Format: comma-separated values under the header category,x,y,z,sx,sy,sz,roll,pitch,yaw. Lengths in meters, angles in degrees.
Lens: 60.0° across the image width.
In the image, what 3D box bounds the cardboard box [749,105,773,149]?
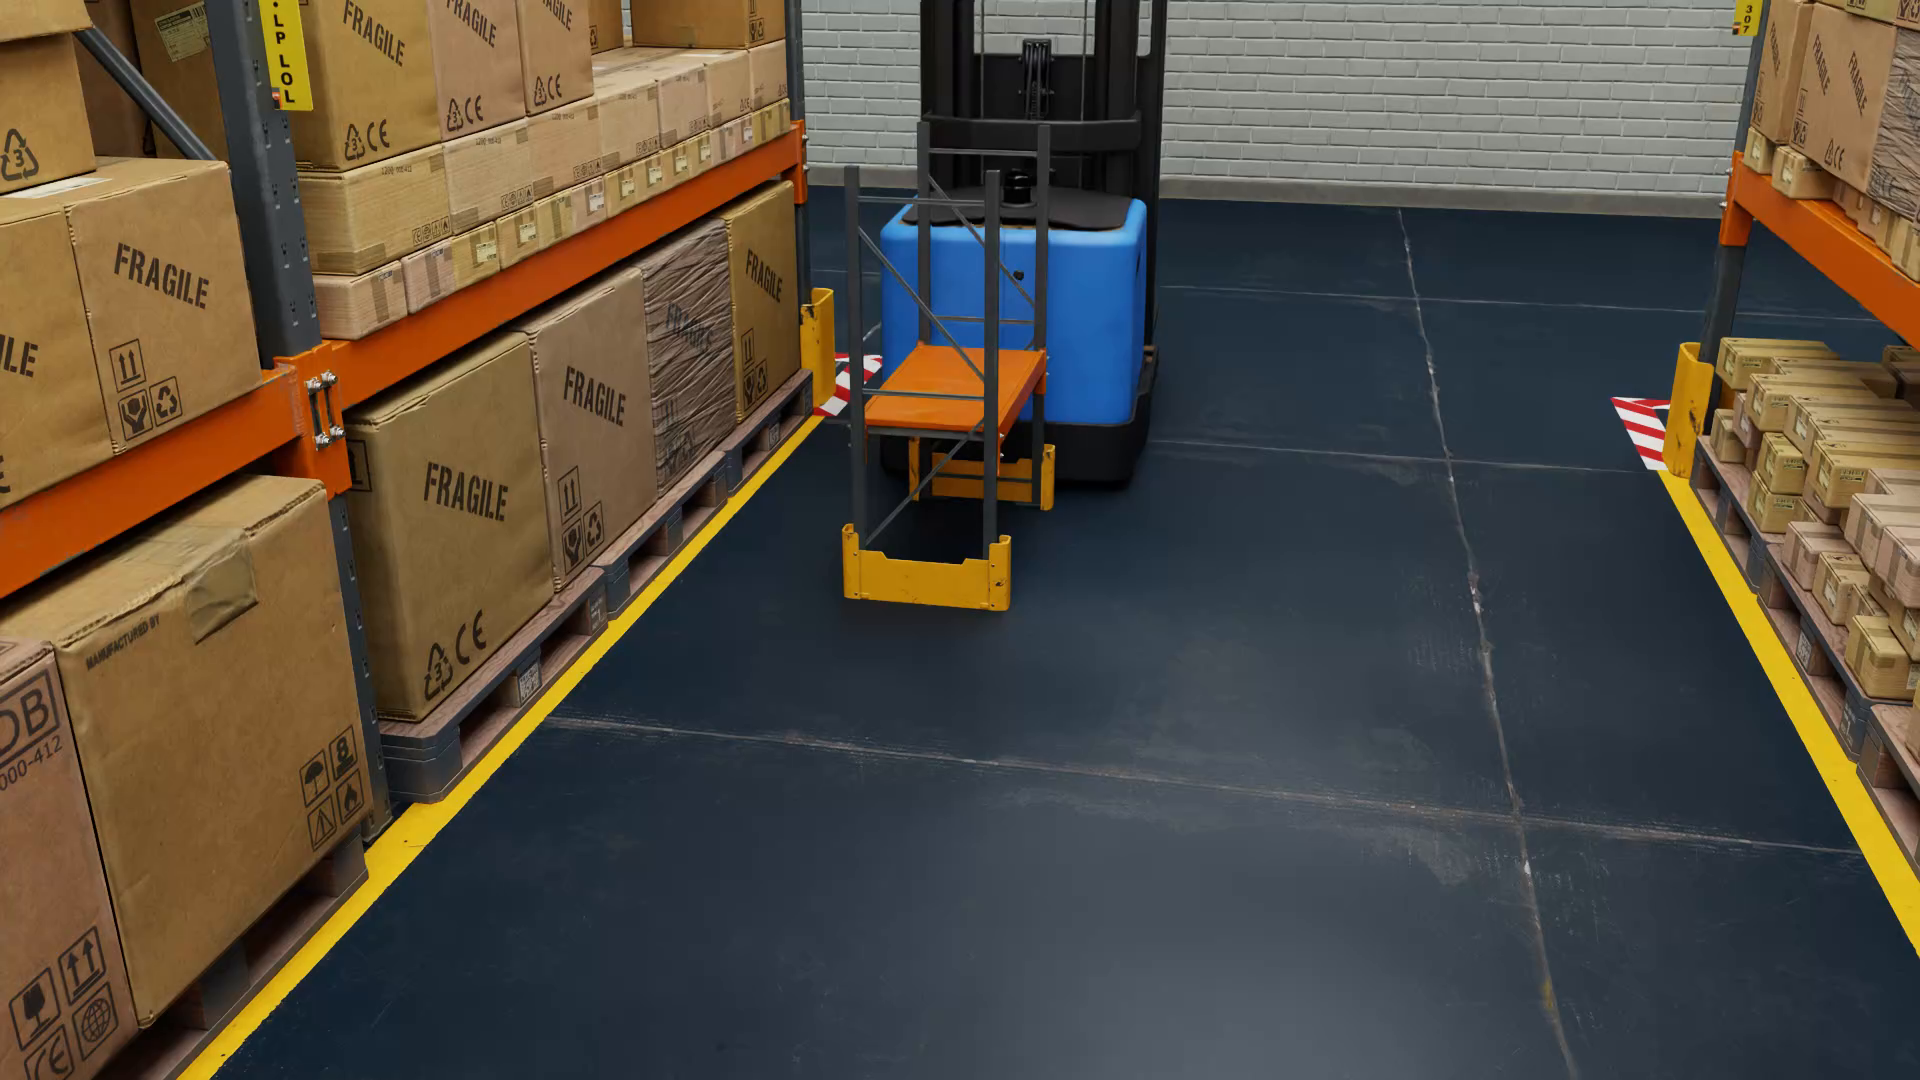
category,x,y,z,sx,sy,sz,roll,pitch,yaw
cardboard box,-1.010,-1.745,7.008,0.380,0.149,0.250,5,22,11

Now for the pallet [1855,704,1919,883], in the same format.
category,x,y,z,sx,sy,sz,roll,pitch,yaw
pallet,2.913,0.811,4.058,1.003,0.211,1.213,4,22,11

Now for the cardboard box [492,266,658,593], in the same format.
category,x,y,z,sx,sy,sz,roll,pitch,yaw
cardboard box,-1.628,-0.423,5.671,0.875,0.875,0.875,4,22,11

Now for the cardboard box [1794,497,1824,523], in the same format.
category,x,y,z,sx,sy,sz,roll,pitch,yaw
cardboard box,3.071,-0.023,5.651,0.380,0.149,0.250,5,22,11

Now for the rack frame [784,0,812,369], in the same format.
category,x,y,z,sx,sy,sz,roll,pitch,yaw
rack frame,-1.208,-2.112,7.583,1.000,3.000,0.127,4,22,11

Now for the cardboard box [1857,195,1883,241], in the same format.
category,x,y,z,sx,sy,sz,roll,pitch,yaw
cardboard box,3.045,-1.006,5.173,0.380,0.149,0.250,4,22,10

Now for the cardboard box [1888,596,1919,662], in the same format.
category,x,y,z,sx,sy,sz,roll,pitch,yaw
cardboard box,2.824,0.238,4.604,0.380,0.149,0.250,5,22,12

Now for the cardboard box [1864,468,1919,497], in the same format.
category,x,y,z,sx,sy,sz,roll,pitch,yaw
cardboard box,2.980,-0.098,5.039,0.380,0.149,0.250,5,22,11

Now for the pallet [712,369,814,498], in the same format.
category,x,y,z,sx,sy,sz,roll,pitch,yaw
pallet,-1.295,-0.520,7.363,1.003,0.211,1.213,4,22,11

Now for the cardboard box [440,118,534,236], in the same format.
category,x,y,z,sx,sy,sz,roll,pitch,yaw
cardboard box,-1.566,-1.051,4.751,0.500,0.250,0.500,4,22,11

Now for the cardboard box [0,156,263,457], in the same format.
category,x,y,z,sx,sy,sz,roll,pitch,yaw
cardboard box,-1.853,-0.504,3.456,0.500,0.500,0.500,5,22,11

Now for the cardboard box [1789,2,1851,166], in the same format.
category,x,y,z,sx,sy,sz,roll,pitch,yaw
cardboard box,3.180,-1.541,5.632,0.500,0.500,0.500,5,22,11

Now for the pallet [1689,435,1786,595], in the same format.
category,x,y,z,sx,sy,sz,roll,pitch,yaw
pallet,3.411,-0.082,6.274,1.003,0.211,1.213,4,22,11

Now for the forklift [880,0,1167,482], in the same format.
category,x,y,z,sx,sy,sz,roll,pitch,yaw
forklift,0.404,-2.113,7.677,1.130,2.935,3.031,3,22,8

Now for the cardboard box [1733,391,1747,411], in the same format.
category,x,y,z,sx,sy,sz,roll,pitch,yaw
cardboard box,3.268,-0.536,6.524,0.380,0.149,0.250,5,23,13

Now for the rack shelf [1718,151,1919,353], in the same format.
category,x,y,z,sx,sy,sz,roll,pitch,yaw
rack shelf,3.218,-0.632,4.871,1.077,0.370,4.000,4,22,11

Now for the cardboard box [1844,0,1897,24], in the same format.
category,x,y,z,sx,sy,sz,roll,pitch,yaw
cardboard box,3.050,-1.828,5.007,0.500,0.500,0.500,4,22,10

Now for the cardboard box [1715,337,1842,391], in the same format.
category,x,y,z,sx,sy,sz,roll,pitch,yaw
cardboard box,3.187,-0.680,6.484,0.380,0.149,0.250,3,22,8

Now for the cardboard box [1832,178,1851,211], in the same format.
category,x,y,z,sx,sy,sz,roll,pitch,yaw
cardboard box,3.202,-1.191,5.633,0.380,0.149,0.250,6,23,13

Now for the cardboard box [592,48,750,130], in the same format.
category,x,y,z,sx,sy,sz,roll,pitch,yaw
cardboard box,-1.152,-1.798,6.605,0.500,0.250,0.500,4,22,10

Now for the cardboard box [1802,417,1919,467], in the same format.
category,x,y,z,sx,sy,sz,roll,pitch,yaw
cardboard box,3.036,-0.290,5.516,0.380,0.149,0.250,5,23,13

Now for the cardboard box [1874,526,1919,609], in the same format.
category,x,y,z,sx,sy,sz,roll,pitch,yaw
cardboard box,2.779,0.084,4.587,0.380,0.149,0.250,3,22,8

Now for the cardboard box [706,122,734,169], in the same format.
category,x,y,z,sx,sy,sz,roll,pitch,yaw
cardboard box,-1.115,-1.562,6.553,0.380,0.149,0.250,5,22,12

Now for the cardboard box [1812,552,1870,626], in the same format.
category,x,y,z,sx,sy,sz,roll,pitch,yaw
cardboard box,2.904,0.164,5.184,0.380,0.149,0.250,4,22,11

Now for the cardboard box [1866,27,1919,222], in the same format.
category,x,y,z,sx,sy,sz,roll,pitch,yaw
cardboard box,2.970,-1.176,4.726,0.500,0.500,0.500,4,22,10

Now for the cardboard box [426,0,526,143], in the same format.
category,x,y,z,sx,sy,sz,roll,pitch,yaw
cardboard box,-1.569,-1.401,4.616,0.500,0.500,0.500,4,22,11

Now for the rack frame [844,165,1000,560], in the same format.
category,x,y,z,sx,sy,sz,roll,pitch,yaw
rack frame,-0.121,-0.479,5.534,0.500,1.500,0.032,4,22,11

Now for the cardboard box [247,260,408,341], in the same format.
category,x,y,z,sx,sy,sz,roll,pitch,yaw
cardboard box,-1.639,-0.616,4.204,0.380,0.149,0.250,5,22,11

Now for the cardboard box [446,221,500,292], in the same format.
category,x,y,z,sx,sy,sz,roll,pitch,yaw
cardboard box,-1.532,-0.808,4.681,0.380,0.149,0.250,5,23,13

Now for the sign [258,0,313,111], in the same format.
category,x,y,z,sx,sy,sz,roll,pitch,yaw
sign,-1.491,-1.112,3.656,0.100,0.325,0.005,4,22,11

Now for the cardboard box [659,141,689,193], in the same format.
category,x,y,z,sx,sy,sz,roll,pitch,yaw
cardboard box,-1.218,-1.372,6.081,0.380,0.149,0.250,5,22,11

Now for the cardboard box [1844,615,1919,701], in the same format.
category,x,y,z,sx,sy,sz,roll,pitch,yaw
cardboard box,2.768,0.345,4.735,0.380,0.149,0.250,4,22,11

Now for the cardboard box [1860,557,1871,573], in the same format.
category,x,y,z,sx,sy,sz,roll,pitch,yaw
cardboard box,2.994,0.047,5.078,0.380,0.149,0.250,6,23,13

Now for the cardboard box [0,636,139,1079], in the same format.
category,x,y,z,sx,sy,sz,roll,pitch,yaw
cardboard box,-2.317,0.704,2.873,1.225,0.875,0.875,4,22,9

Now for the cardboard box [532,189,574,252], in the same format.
category,x,y,z,sx,sy,sz,roll,pitch,yaw
cardboard box,-1.428,-0.998,5.153,0.380,0.149,0.250,4,22,10

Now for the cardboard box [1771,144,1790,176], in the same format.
category,x,y,z,sx,sy,sz,roll,pitch,yaw
cardboard box,3.228,-1.391,6.129,0.380,0.149,0.250,5,23,13

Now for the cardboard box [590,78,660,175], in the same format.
category,x,y,z,sx,sy,sz,roll,pitch,yaw
cardboard box,-1.357,-1.421,5.669,0.500,0.250,0.500,4,22,11

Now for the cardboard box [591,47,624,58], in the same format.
category,x,y,z,sx,sy,sz,roll,pitch,yaw
cardboard box,-1.670,-1.835,6.698,0.500,0.250,0.500,4,22,10

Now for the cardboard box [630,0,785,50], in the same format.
category,x,y,z,sx,sy,sz,roll,pitch,yaw
cardboard box,-1.051,-2.330,6.923,0.500,0.500,0.500,5,22,12

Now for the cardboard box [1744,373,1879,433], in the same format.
category,x,y,z,sx,sy,sz,roll,pitch,yaw
cardboard box,3.072,-0.488,6.007,0.380,0.149,0.250,4,22,11

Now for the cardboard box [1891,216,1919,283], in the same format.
category,x,y,z,sx,sy,sz,roll,pitch,yaw
cardboard box,2.888,-0.817,4.704,0.380,0.149,0.250,5,22,12

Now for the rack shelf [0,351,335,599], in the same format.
category,x,y,z,sx,sy,sz,roll,pitch,yaw
rack shelf,-2.433,0.416,2.269,1.077,0.370,4.000,4,22,11

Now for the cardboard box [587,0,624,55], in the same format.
category,x,y,z,sx,sy,sz,roll,pitch,yaw
cardboard box,-1.673,-2.191,6.577,0.500,0.500,0.500,4,22,10

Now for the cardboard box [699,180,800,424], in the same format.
category,x,y,z,sx,sy,sz,roll,pitch,yaw
cardboard box,-1.261,-1.081,7.305,0.875,0.875,0.875,4,22,11

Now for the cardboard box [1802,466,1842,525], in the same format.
category,x,y,z,sx,sy,sz,roll,pitch,yaw
cardboard box,3.074,-0.154,5.576,0.380,0.149,0.250,3,22,8

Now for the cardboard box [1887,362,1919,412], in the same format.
category,x,y,z,sx,sy,sz,roll,pitch,yaw
cardboard box,3.659,-0.545,6.150,0.380,0.149,0.250,5,22,12

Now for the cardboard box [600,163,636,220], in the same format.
category,x,y,z,sx,sy,sz,roll,pitch,yaw
cardboard box,-1.322,-1.186,5.619,0.380,0.149,0.250,4,22,9

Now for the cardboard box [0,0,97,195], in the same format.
category,x,y,z,sx,sy,sz,roll,pitch,yaw
cardboard box,-2.147,-0.927,3.163,0.797,0.503,0.637,4,22,10

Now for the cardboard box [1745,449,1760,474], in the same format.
category,x,y,z,sx,sy,sz,roll,pitch,yaw
cardboard box,3.233,-0.300,6.338,0.380,0.149,0.250,4,22,11

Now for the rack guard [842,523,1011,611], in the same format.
category,x,y,z,sx,sy,sz,roll,pitch,yaw
rack guard,-0.117,0.094,5.785,0.587,0.250,0.087,4,22,11

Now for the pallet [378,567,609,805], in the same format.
category,x,y,z,sx,sy,sz,roll,pitch,yaw
pallet,-1.793,0.372,5.148,1.003,0.211,1.213,4,22,11

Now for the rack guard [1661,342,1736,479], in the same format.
category,x,y,z,sx,sy,sz,roll,pitch,yaw
rack guard,3.611,-0.510,6.951,1.175,0.500,0.348,4,22,11

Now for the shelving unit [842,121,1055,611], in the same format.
category,x,y,z,sx,sy,sz,roll,pitch,yaw
shelving unit,-0.016,-0.668,6.004,0.587,1.500,1.083,4,22,11
